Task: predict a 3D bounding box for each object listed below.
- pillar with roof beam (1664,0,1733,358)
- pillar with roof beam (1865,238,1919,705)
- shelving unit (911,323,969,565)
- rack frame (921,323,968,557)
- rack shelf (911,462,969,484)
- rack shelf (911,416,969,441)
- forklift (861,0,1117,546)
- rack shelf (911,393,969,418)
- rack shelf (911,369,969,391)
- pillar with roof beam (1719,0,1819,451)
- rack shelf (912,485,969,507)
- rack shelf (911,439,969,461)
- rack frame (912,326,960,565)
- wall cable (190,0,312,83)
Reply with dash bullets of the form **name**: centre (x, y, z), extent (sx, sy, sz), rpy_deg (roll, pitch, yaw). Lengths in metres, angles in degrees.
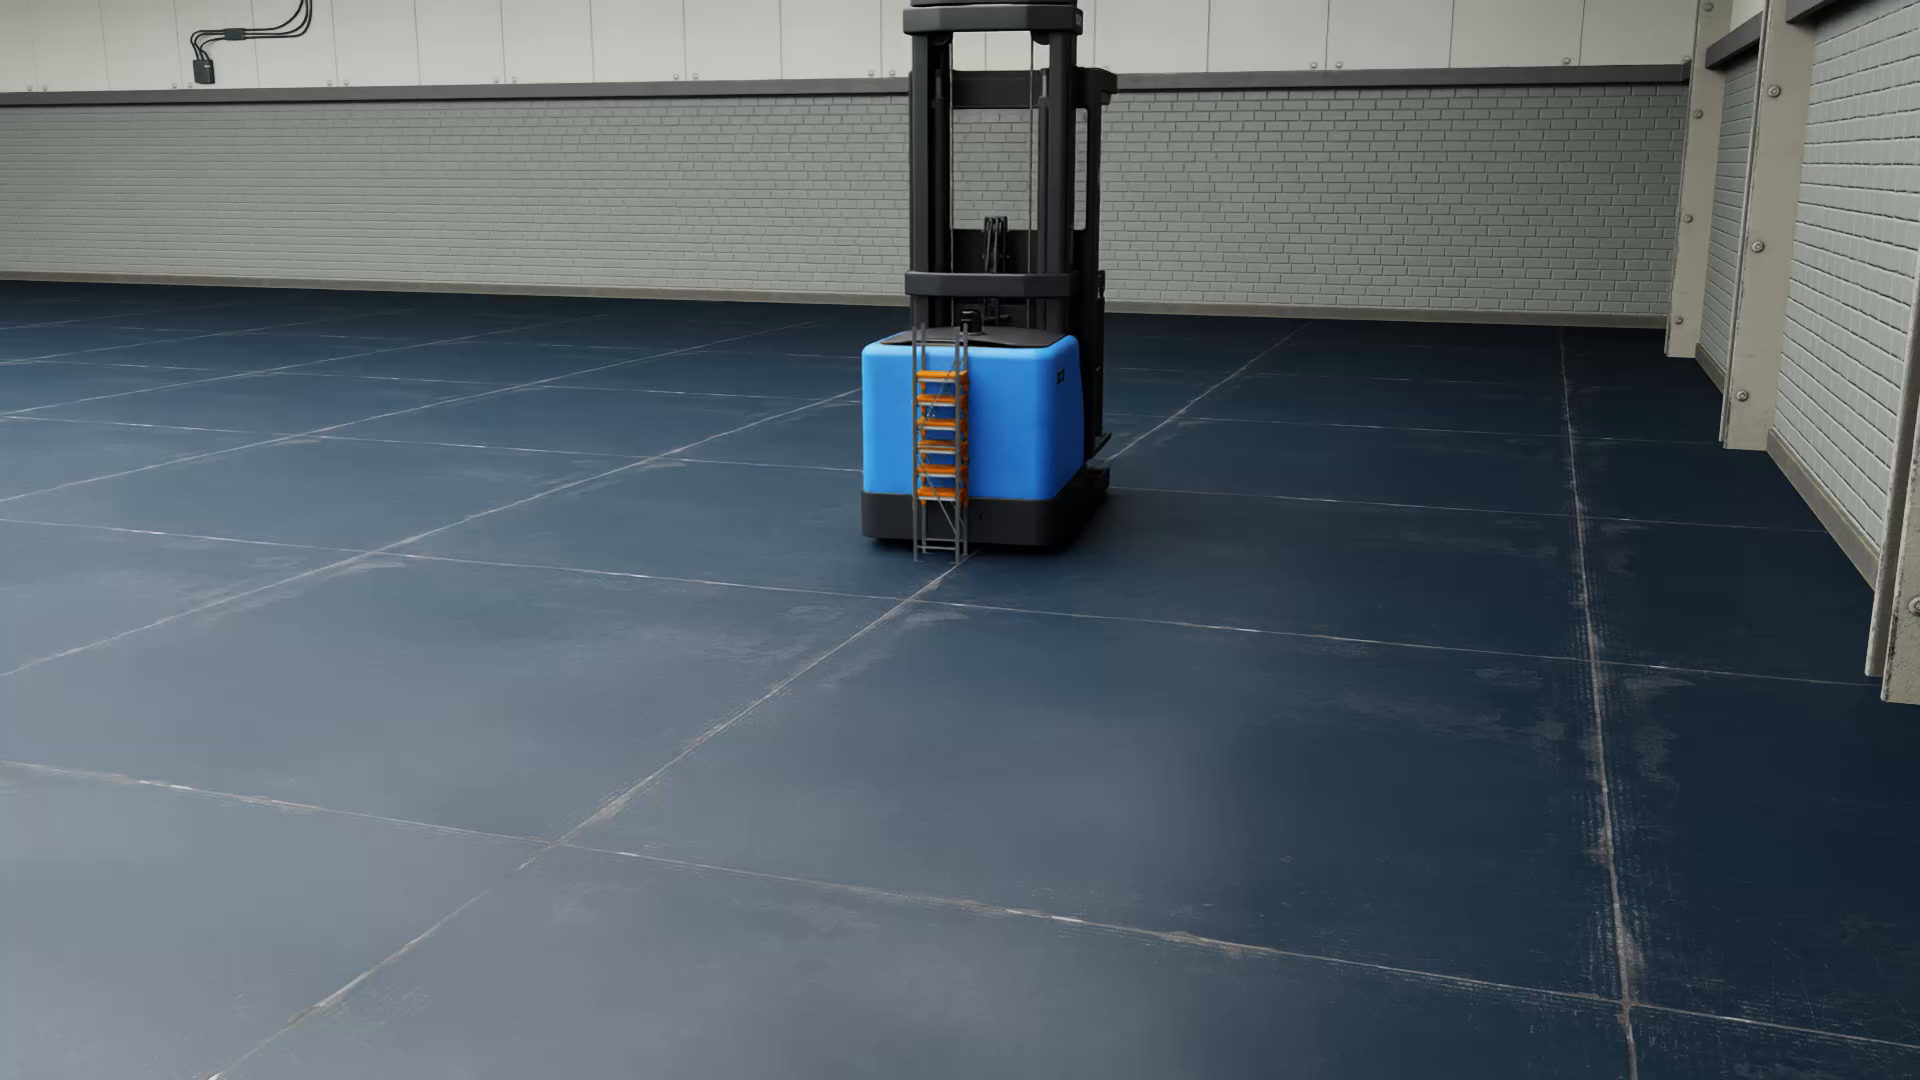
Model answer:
- **pillar with roof beam**: centre (3.521, -6.643, 17.868), extent (9.100, 9.000, 0.400), rpy_deg (4, 14, 18)
- **pillar with roof beam**: centre (-0.362, -4.116, 6.798), extent (9.100, 9.000, 0.400), rpy_deg (4, 14, 18)
- **shelving unit**: centre (-0.099, -0.486, 8.419), extent (0.258, 1.200, 0.189), rpy_deg (3, 13, 12)
- **rack frame**: centre (-0.079, -0.505, 8.506), extent (0.240, 1.200, 0.006), rpy_deg (3, 13, 12)
- **rack shelf**: centre (-0.099, -0.325, 8.456), extent (0.258, 0.103, 0.180), rpy_deg (3, 13, 12)
- **rack shelf**: centre (-0.099, -0.559, 8.402), extent (0.258, 0.103, 0.180), rpy_deg (3, 13, 12)
- **forklift**: centre (0.305, -1.677, 9.749), extent (1.130, 2.935, 3.031), rpy_deg (3, 13, 12)
- **rack shelf**: centre (-0.099, -0.676, 8.376), extent (0.258, 0.103, 0.180), rpy_deg (3, 13, 12)
- **rack shelf**: centre (-0.099, -0.793, 8.349), extent (0.258, 0.103, 0.180), rpy_deg (3, 13, 12)
- **pillar with roof beam**: centre (1.580, -5.379, 12.333), extent (9.100, 9.000, 0.400), rpy_deg (4, 14, 18)
- **rack shelf**: centre (-0.099, -0.208, 8.482), extent (0.258, 0.103, 0.180), rpy_deg (3, 13, 12)
- **rack shelf**: centre (-0.099, -0.442, 8.429), extent (0.258, 0.103, 0.180), rpy_deg (3, 13, 12)
- **rack frame**: centre (-0.119, -0.466, 8.332), extent (0.240, 1.200, 0.006), rpy_deg (3, 13, 12)
- **wall cable**: centre (-11.029, -10.097, 25.360), extent (2.305, 6.003, 0.169), rpy_deg (4, 14, 18)
